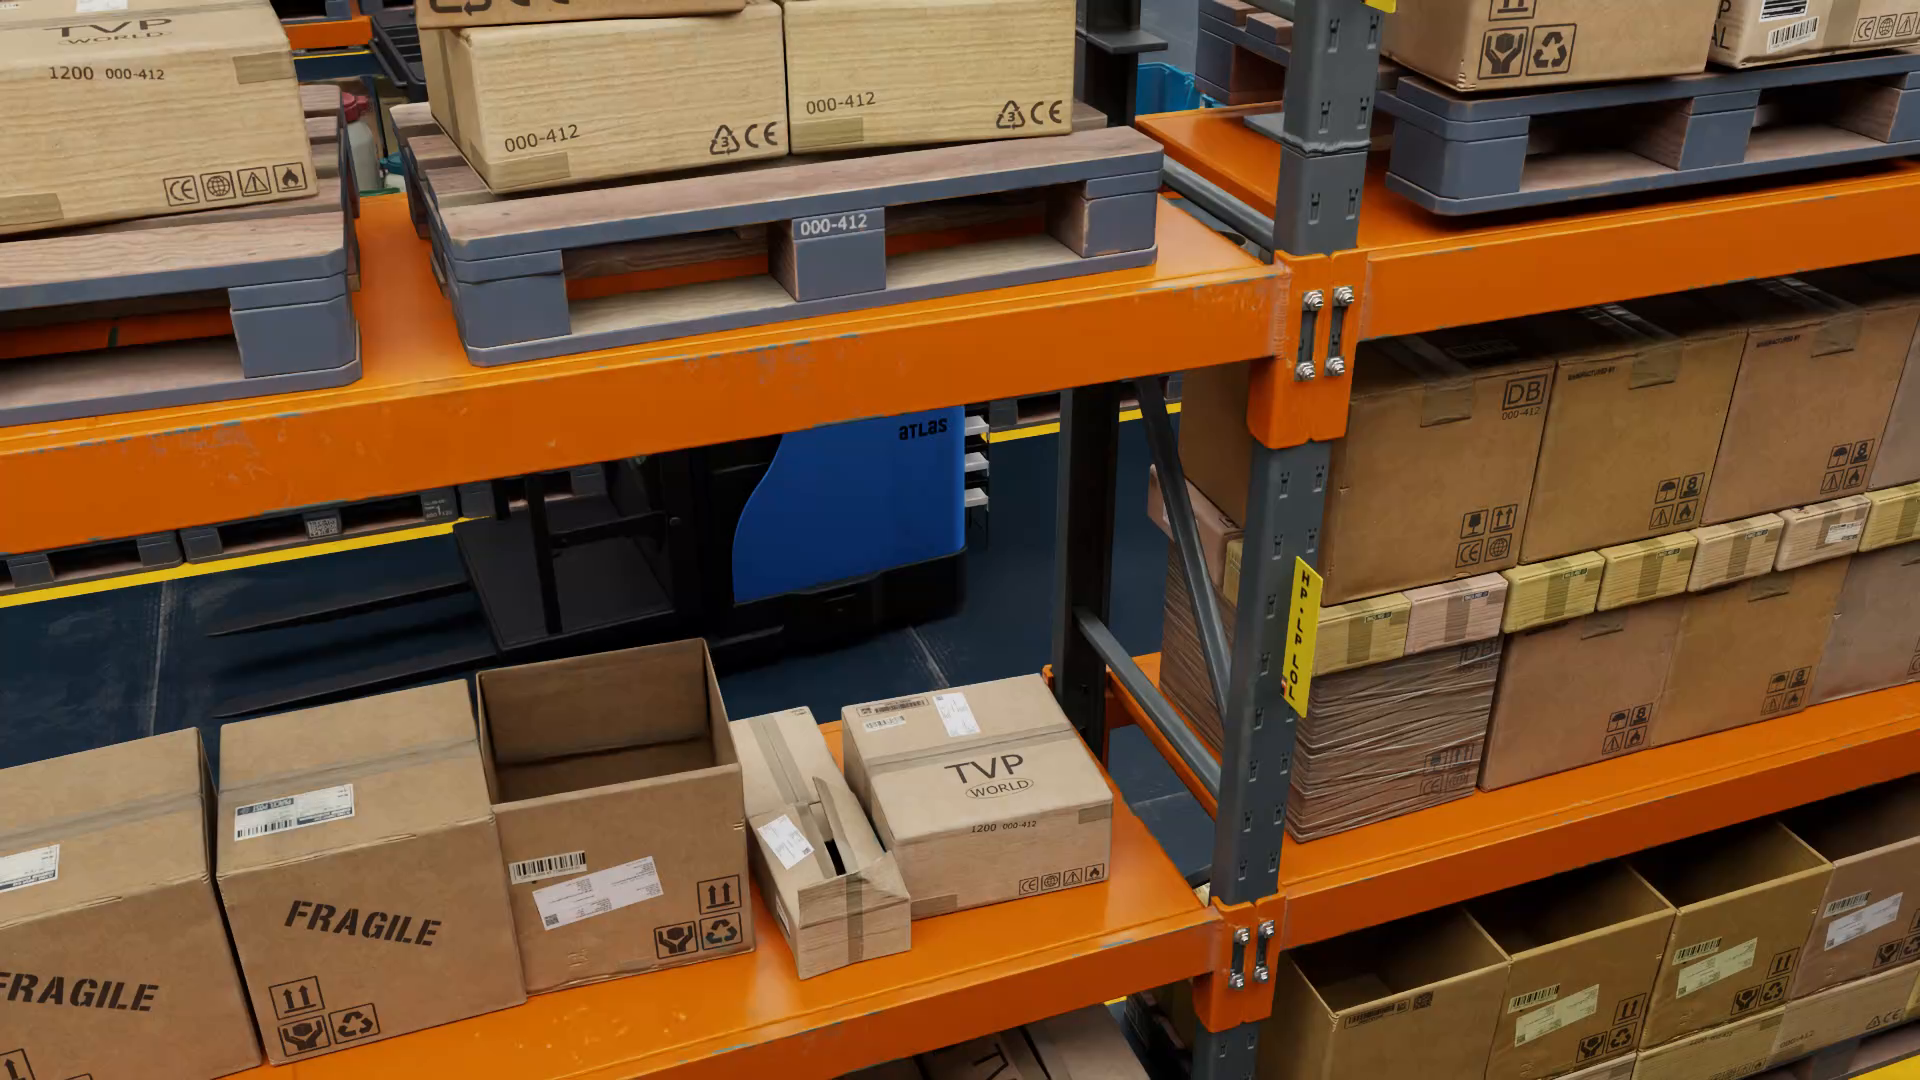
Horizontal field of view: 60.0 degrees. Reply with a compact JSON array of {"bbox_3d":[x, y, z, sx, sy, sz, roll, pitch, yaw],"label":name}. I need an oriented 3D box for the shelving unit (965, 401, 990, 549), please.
[{"bbox_3d":[-0.008,-0.390,7.525,0.210,0.900,0.258,-10,31,-18],"label":"shelving unit"}]

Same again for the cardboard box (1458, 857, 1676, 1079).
[{"bbox_3d":[1.484,1.074,4.431,0.500,0.500,0.500,-10,31,-18],"label":"cardboard box"}]

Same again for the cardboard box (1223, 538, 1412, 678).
[{"bbox_3d":[0.794,0.130,3.735,0.250,0.149,0.380,-10,31,-18],"label":"cardboard box"}]

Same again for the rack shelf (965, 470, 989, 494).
[{"bbox_3d":[-0.008,-0.282,7.586,0.200,0.077,0.258,-10,31,-18],"label":"rack shelf"}]

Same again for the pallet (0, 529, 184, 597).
[{"bbox_3d":[-4.258,-0.100,7.713,1.213,0.211,1.003,-10,31,-18],"label":"pallet"}]

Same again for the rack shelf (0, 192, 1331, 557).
[{"bbox_3d":[-1.400,-0.234,2.826,4.000,0.370,1.077,-10,31,-18],"label":"rack shelf"}]

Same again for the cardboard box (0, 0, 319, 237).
[{"bbox_3d":[-1.339,-0.707,2.658,0.500,0.250,0.500,-13,32,-22],"label":"cardboard box"}]

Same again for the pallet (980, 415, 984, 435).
[{"bbox_3d":[-0.605,-0.772,8.891,1.213,0.211,1.003,-10,31,-18],"label":"pallet"}]

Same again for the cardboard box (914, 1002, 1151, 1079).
[{"bbox_3d":[0.195,1.383,4.078,0.500,0.311,0.500,-10,31,-18],"label":"cardboard box"}]

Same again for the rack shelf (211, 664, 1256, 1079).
[{"bbox_3d":[-1.400,1.070,3.569,4.000,0.370,1.077,-10,31,-18],"label":"rack shelf"}]

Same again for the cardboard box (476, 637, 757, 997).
[{"bbox_3d":[-0.744,0.584,3.593,0.500,0.500,0.500,-8,31,-14],"label":"cardboard box"}]

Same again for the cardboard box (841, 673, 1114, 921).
[{"bbox_3d":[0.029,0.582,3.849,0.500,0.250,0.500,-8,31,-15],"label":"cardboard box"}]

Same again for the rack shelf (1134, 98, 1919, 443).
[{"bbox_3d":[2.349,-0.924,4.038,4.000,0.370,1.077,-10,31,-18],"label":"rack shelf"}]

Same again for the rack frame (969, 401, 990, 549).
[{"bbox_3d":[0.088,-0.407,7.556,0.006,0.900,0.240,-10,31,-18],"label":"rack frame"}]

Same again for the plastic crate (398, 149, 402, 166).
[{"bbox_3d":[-2.174,-1.545,7.448,0.575,0.384,0.392,-10,31,-18],"label":"plastic crate"}]

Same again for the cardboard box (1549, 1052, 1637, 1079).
[{"bbox_3d":[1.485,1.401,4.614,0.500,0.250,0.500,-10,31,-18],"label":"cardboard box"}]

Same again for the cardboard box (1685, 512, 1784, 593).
[{"bbox_3d":[1.751,-0.047,4.046,0.250,0.149,0.380,-11,32,-19],"label":"cardboard box"}]

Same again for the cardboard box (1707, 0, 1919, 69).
[{"bbox_3d":[1.545,-1.154,3.239,0.500,0.311,0.500,-12,32,-20],"label":"cardboard box"}]

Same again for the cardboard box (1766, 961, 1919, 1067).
[{"bbox_3d":[2.422,1.228,4.918,0.500,0.250,0.500,-10,31,-18],"label":"cardboard box"}]

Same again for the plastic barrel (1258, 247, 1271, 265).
[{"bbox_3d":[1.910,-1.530,9.494,0.421,0.512,0.421,0,30,0],"label":"plastic barrel"}]

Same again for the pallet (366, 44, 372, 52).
[{"bbox_3d":[-5.308,-5.124,16.530,1.213,0.211,1.003,-10,31,-18],"label":"pallet"}]

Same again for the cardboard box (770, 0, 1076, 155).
[{"bbox_3d":[-0.106,-0.907,3.008,0.500,0.250,0.500,-7,30,-12],"label":"cardboard box"}]

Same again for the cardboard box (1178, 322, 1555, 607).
[{"bbox_3d":[0.888,-0.275,3.790,0.500,0.500,0.700,-10,31,-17],"label":"cardboard box"}]

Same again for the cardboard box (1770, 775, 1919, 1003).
[{"bbox_3d":[2.424,0.904,4.730,0.500,0.500,0.500,-10,31,-18],"label":"cardboard box"}]

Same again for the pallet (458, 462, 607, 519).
[{"bbox_3d":[-1.971,-0.522,8.452,1.213,0.211,1.003,-10,31,-18],"label":"pallet"}]

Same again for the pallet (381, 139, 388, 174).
[{"bbox_3d":[-3.705,-2.838,12.518,1.213,0.211,1.003,-10,31,-18],"label":"pallet"}]

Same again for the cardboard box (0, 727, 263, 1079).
[{"bbox_3d":[-1.707,0.762,3.282,0.500,0.500,0.500,-12,32,-20],"label":"cardboard box"}]

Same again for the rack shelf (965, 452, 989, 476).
[{"bbox_3d":[-0.008,-0.361,7.541,0.200,0.077,0.258,-10,31,-18],"label":"rack shelf"}]

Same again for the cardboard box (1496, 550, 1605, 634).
[{"bbox_3d":[1.271,0.041,3.891,0.250,0.149,0.380,-11,32,-19],"label":"cardboard box"}]

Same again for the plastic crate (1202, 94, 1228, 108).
[{"bbox_3d":[1.525,-2.178,8.693,0.408,0.251,0.499,-10,31,-18],"label":"plastic crate"}]

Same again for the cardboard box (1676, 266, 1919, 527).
[{"bbox_3d":[1.831,-0.449,4.096,0.500,0.500,0.700,-10,31,-18],"label":"cardboard box"}]

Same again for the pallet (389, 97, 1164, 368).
[{"bbox_3d":[-0.347,-0.650,3.024,1.217,0.209,0.805,-12,32,-20],"label":"pallet"}]

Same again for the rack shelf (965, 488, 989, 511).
[{"bbox_3d":[-0.008,-0.204,7.630,0.200,0.077,0.258,-10,31,-18],"label":"rack shelf"}]

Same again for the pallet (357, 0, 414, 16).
[{"bbox_3d":[-3.743,-4.037,11.999,1.213,0.211,1.003,-10,31,-18],"label":"pallet"}]

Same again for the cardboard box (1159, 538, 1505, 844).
[{"bbox_3d":[0.888,0.289,4.112,0.500,0.500,0.700,-11,32,-19],"label":"cardboard box"}]

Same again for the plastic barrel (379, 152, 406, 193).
[{"bbox_3d":[-2.543,-1.669,7.790,0.301,0.262,0.301,0,30,0],"label":"plastic barrel"}]

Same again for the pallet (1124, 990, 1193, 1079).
[{"bbox_3d":[1.235,1.506,4.894,1.213,0.211,1.003,-10,31,-18],"label":"pallet"}]

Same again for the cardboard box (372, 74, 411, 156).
[{"bbox_3d":[-4.013,-3.120,12.277,0.500,0.500,0.700,-11,31,-18],"label":"cardboard box"}]

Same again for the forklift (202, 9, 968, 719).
[{"bbox_3d":[-1.527,-0.886,6.344,3.031,2.935,1.130,-13,32,-21],"label":"forklift"}]

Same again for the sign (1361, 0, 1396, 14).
[{"bbox_3d":[0.673,-1.003,2.609,0.005,0.325,0.100,-10,31,-18],"label":"sign"}]

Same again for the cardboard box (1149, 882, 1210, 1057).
[{"bbox_3d":[0.833,1.243,4.892,0.500,0.250,0.500,-10,31,-18],"label":"cardboard box"}]

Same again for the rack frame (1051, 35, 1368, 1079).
[{"bbox_3d":[0.475,0.412,3.997,0.127,3.000,1.000,-10,31,-18],"label":"rack frame"}]

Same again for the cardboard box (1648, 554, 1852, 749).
[{"bbox_3d":[1.852,0.110,4.425,0.500,0.500,0.700,-10,31,-17],"label":"cardboard box"}]

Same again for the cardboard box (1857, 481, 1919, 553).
[{"bbox_3d":[2.245,-0.139,4.207,0.250,0.149,0.380,-11,31,-18],"label":"cardboard box"}]
